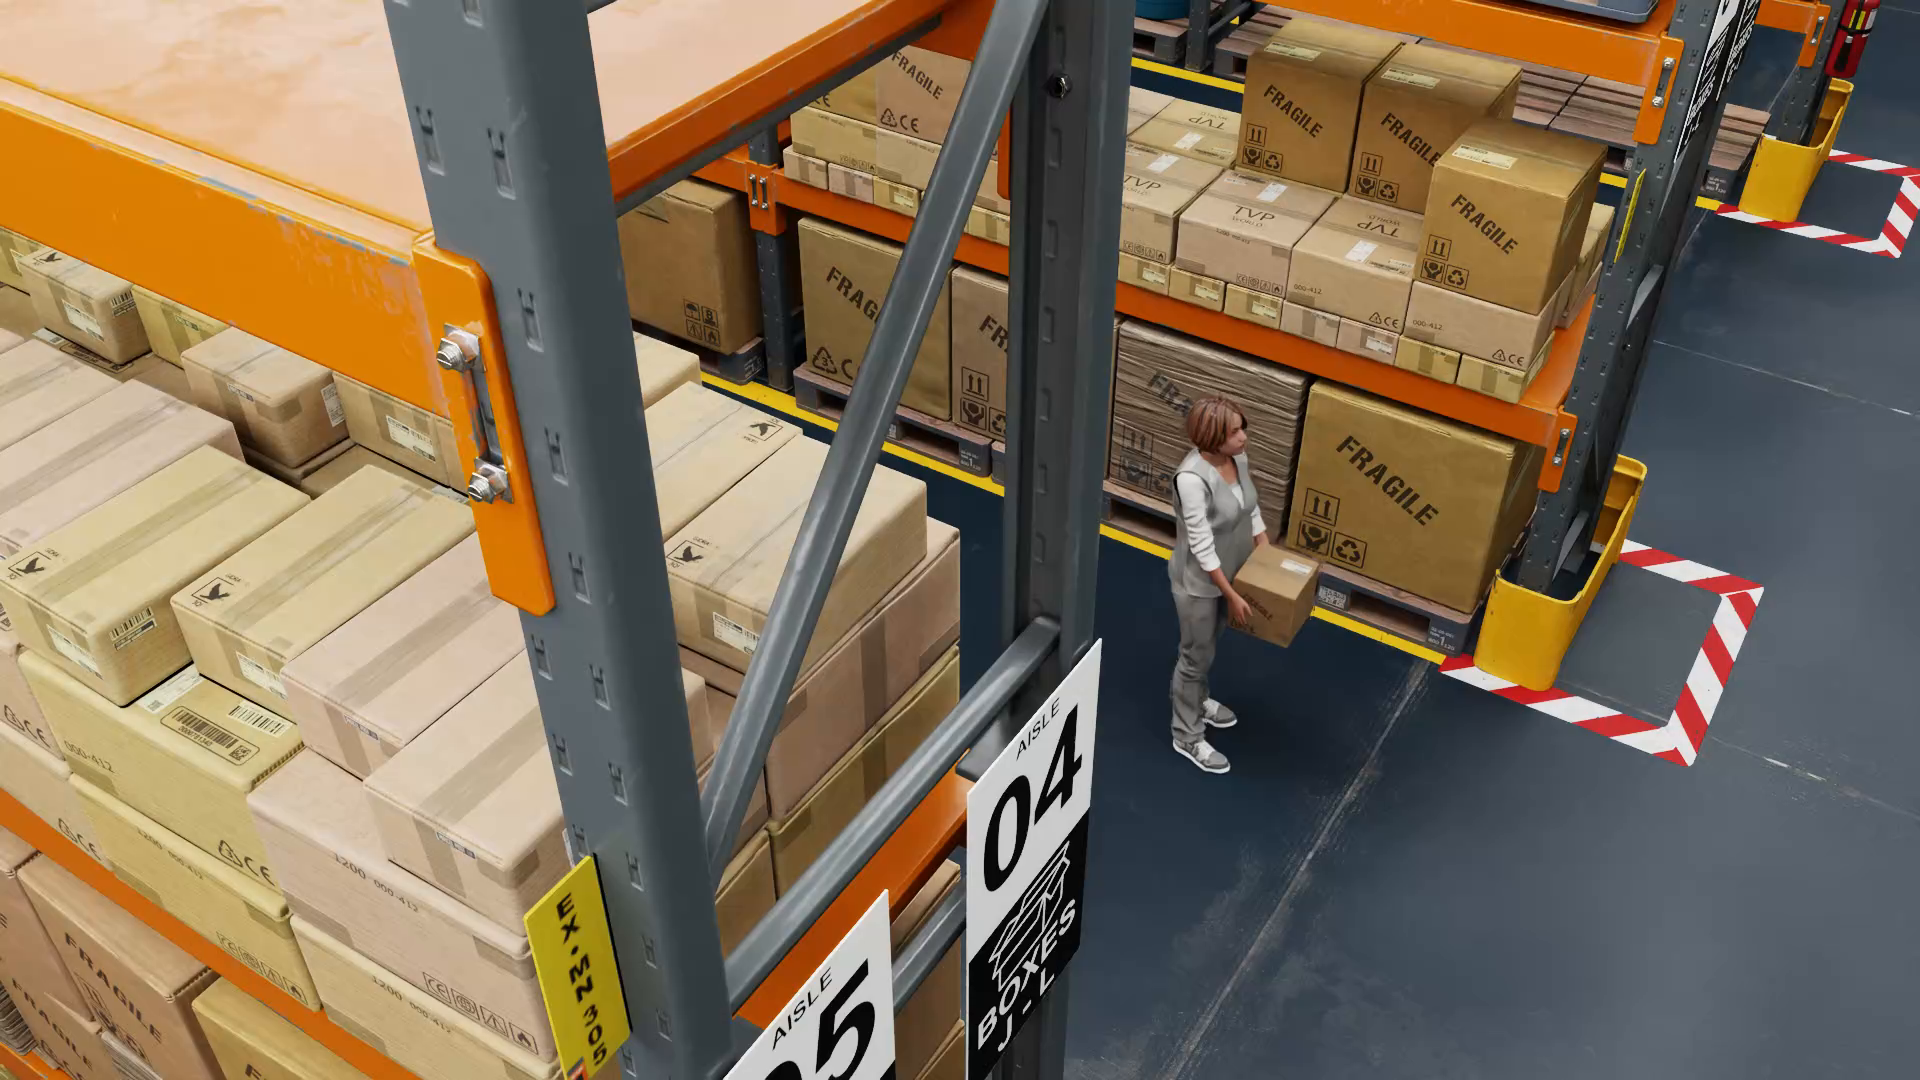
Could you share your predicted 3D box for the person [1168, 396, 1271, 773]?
[{"bbox_3d":[1.019,0.160,6.454,0.431,1.601,0.451,24,45,27],"label":"person"}]
